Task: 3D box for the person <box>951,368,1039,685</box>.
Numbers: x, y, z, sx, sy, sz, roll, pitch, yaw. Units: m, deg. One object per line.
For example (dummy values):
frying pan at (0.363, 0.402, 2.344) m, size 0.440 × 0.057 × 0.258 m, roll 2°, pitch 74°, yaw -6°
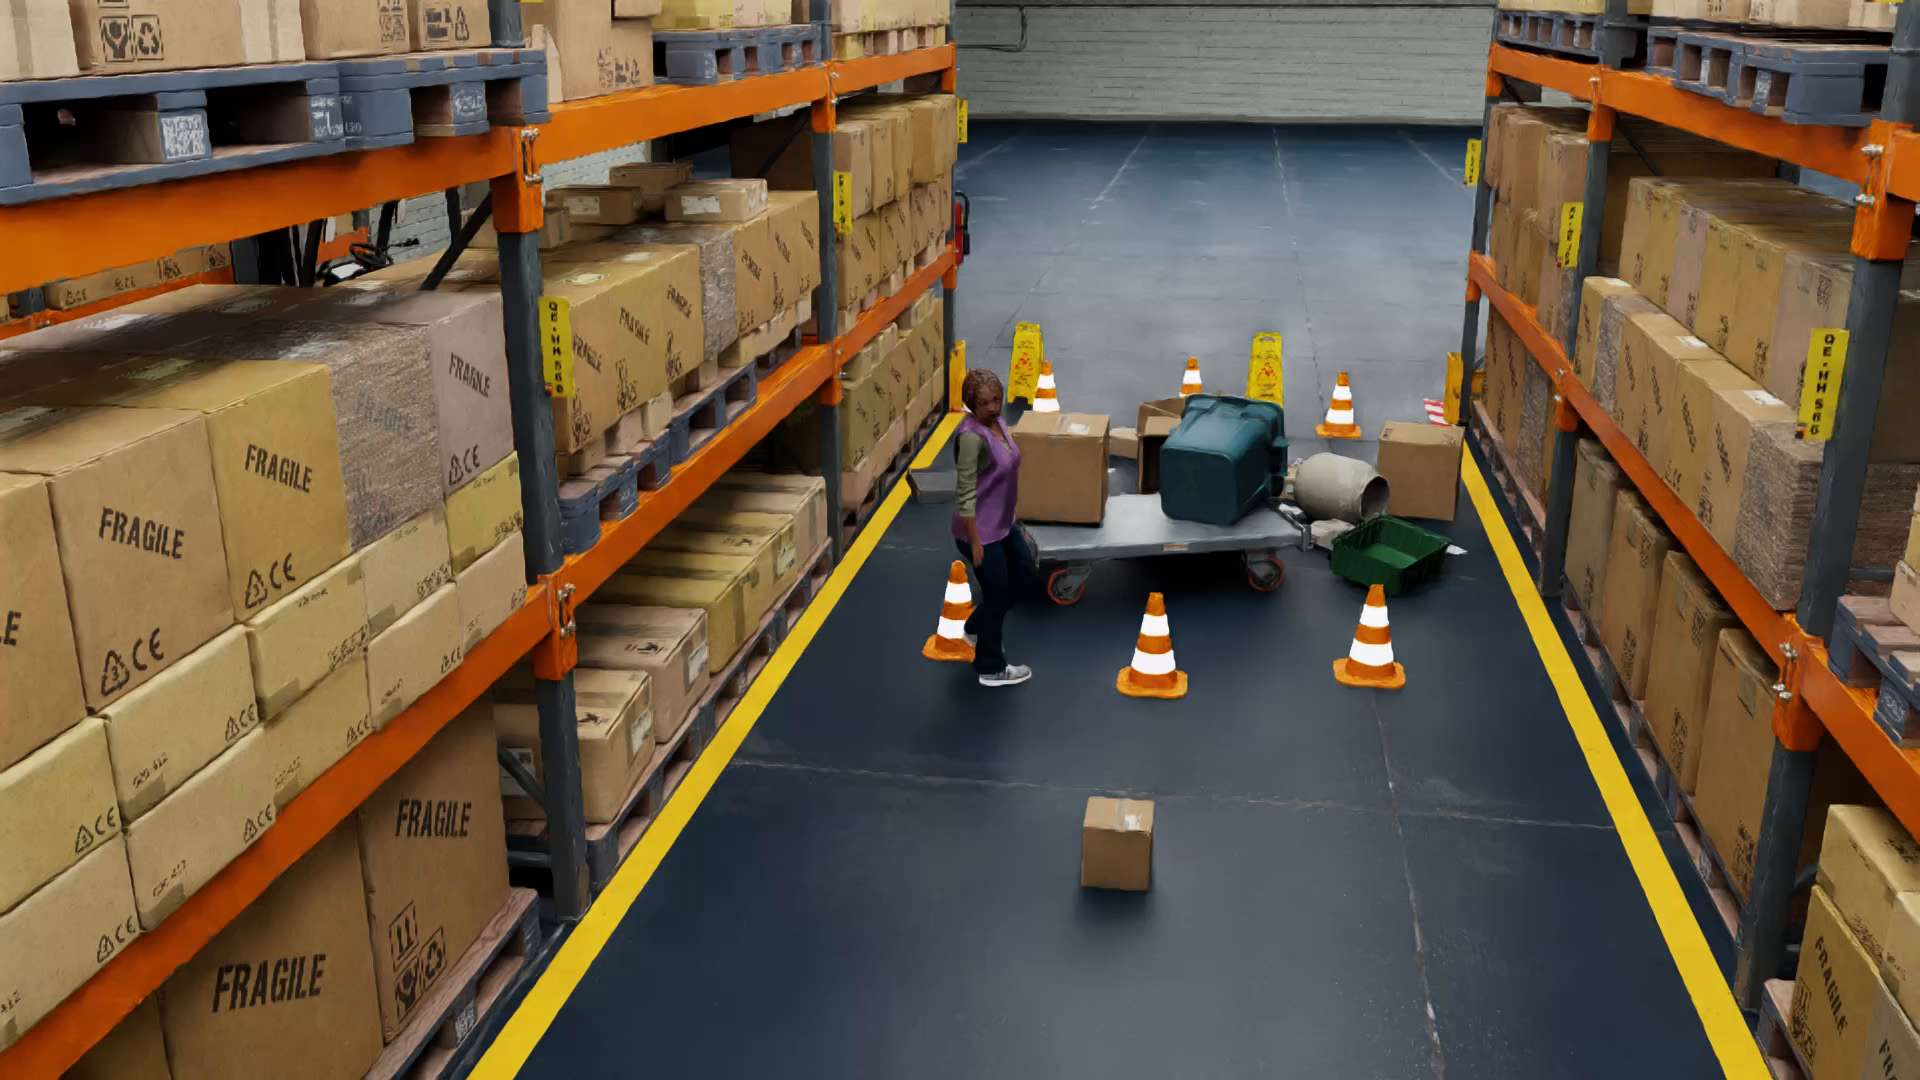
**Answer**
person at (0.160, -0.047, 7.732) m, size 0.386 × 1.580 × 0.567 m, roll 4°, pitch 19°, yaw 12°
